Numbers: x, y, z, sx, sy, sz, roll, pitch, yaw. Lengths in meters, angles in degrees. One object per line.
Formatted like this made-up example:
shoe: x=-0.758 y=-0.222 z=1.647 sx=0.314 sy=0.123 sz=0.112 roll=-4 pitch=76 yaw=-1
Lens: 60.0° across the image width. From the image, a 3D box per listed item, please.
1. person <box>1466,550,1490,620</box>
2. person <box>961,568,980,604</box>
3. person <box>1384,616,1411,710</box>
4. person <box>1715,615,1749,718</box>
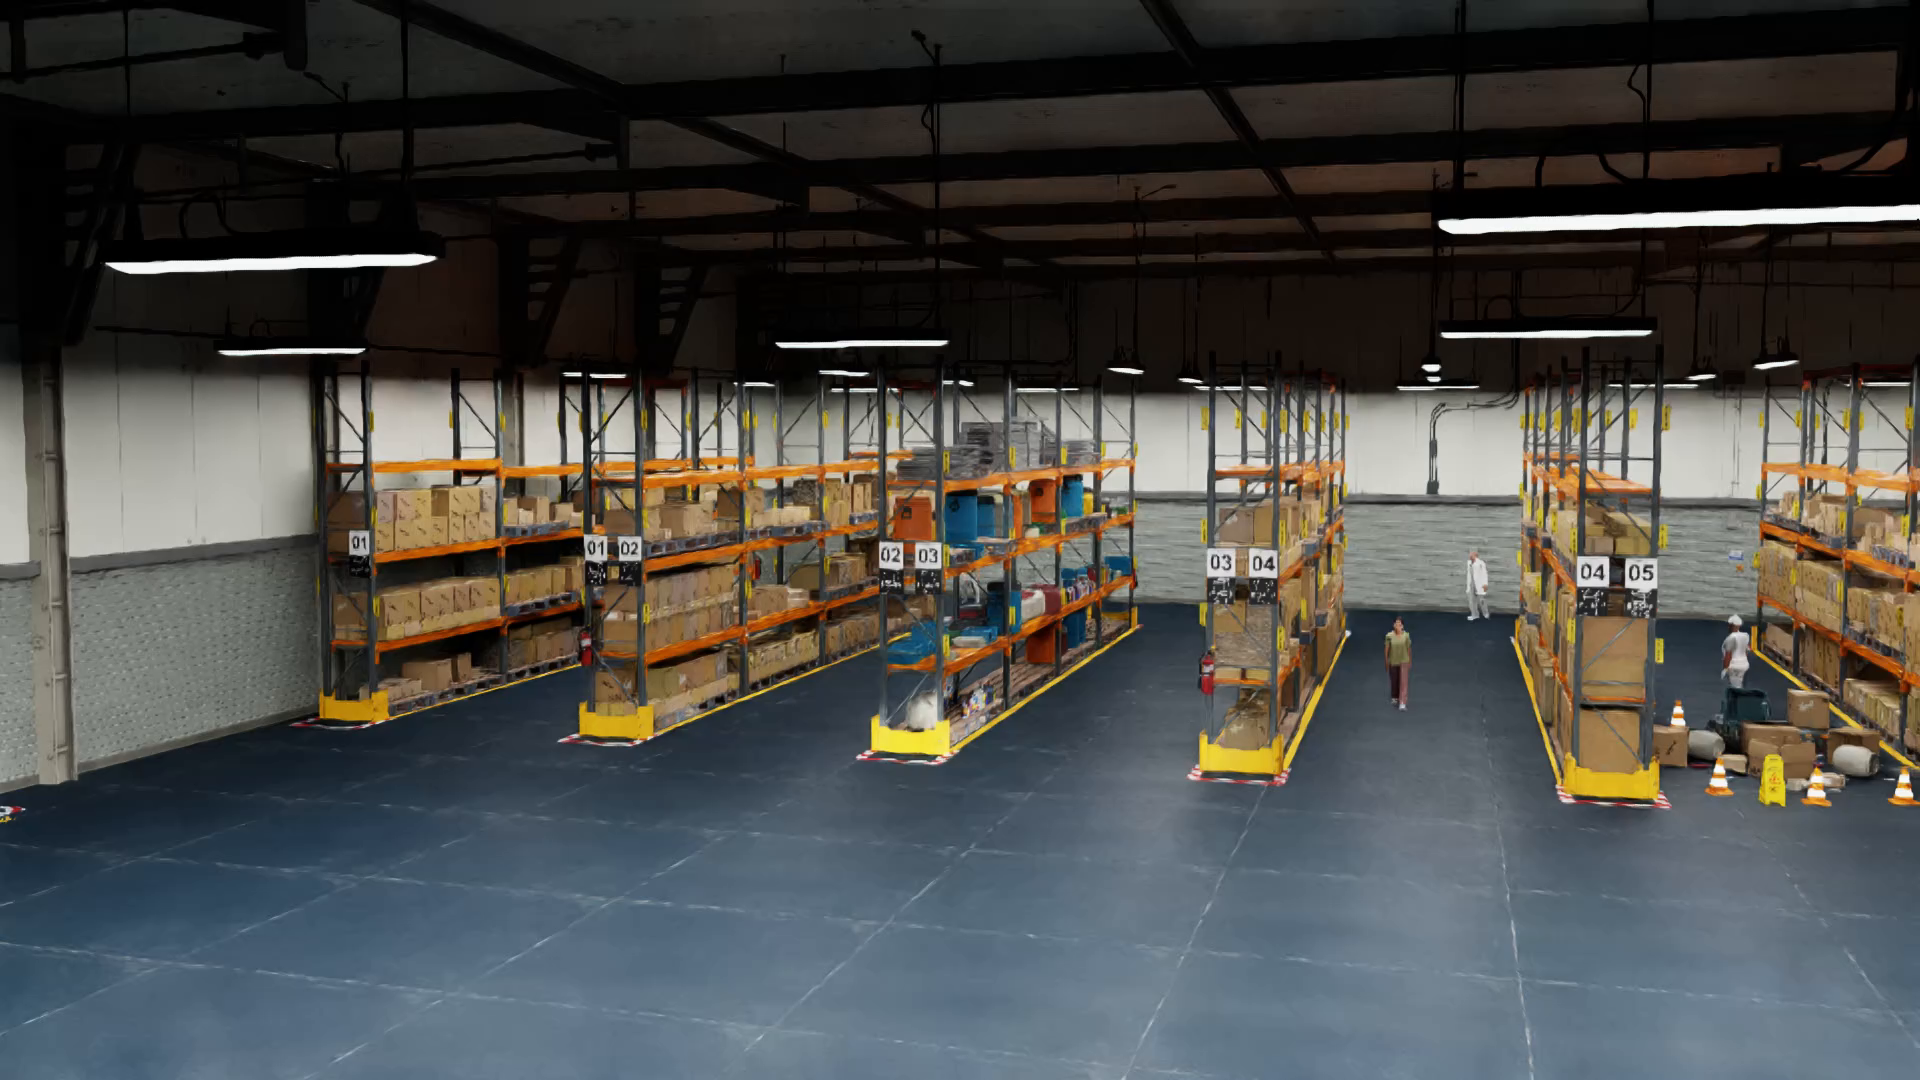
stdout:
person: x=13.090 y=1.124 z=42.002 sx=0.621 sy=1.768 sz=0.620 roll=-3 pitch=5 yaw=-38
person: x=0.281 y=1.034 z=44.180 sx=0.604 sy=1.603 sz=0.812 roll=0 pitch=4 yaw=-2
person: x=7.623 y=2.120 z=29.000 sx=0.448 sy=1.590 sz=1.109 roll=1 pitch=4 yaw=19
person: x=12.810 y=2.126 z=27.573 sx=0.665 sy=1.782 sz=0.583 roll=-4 pitch=6 yaw=-45
